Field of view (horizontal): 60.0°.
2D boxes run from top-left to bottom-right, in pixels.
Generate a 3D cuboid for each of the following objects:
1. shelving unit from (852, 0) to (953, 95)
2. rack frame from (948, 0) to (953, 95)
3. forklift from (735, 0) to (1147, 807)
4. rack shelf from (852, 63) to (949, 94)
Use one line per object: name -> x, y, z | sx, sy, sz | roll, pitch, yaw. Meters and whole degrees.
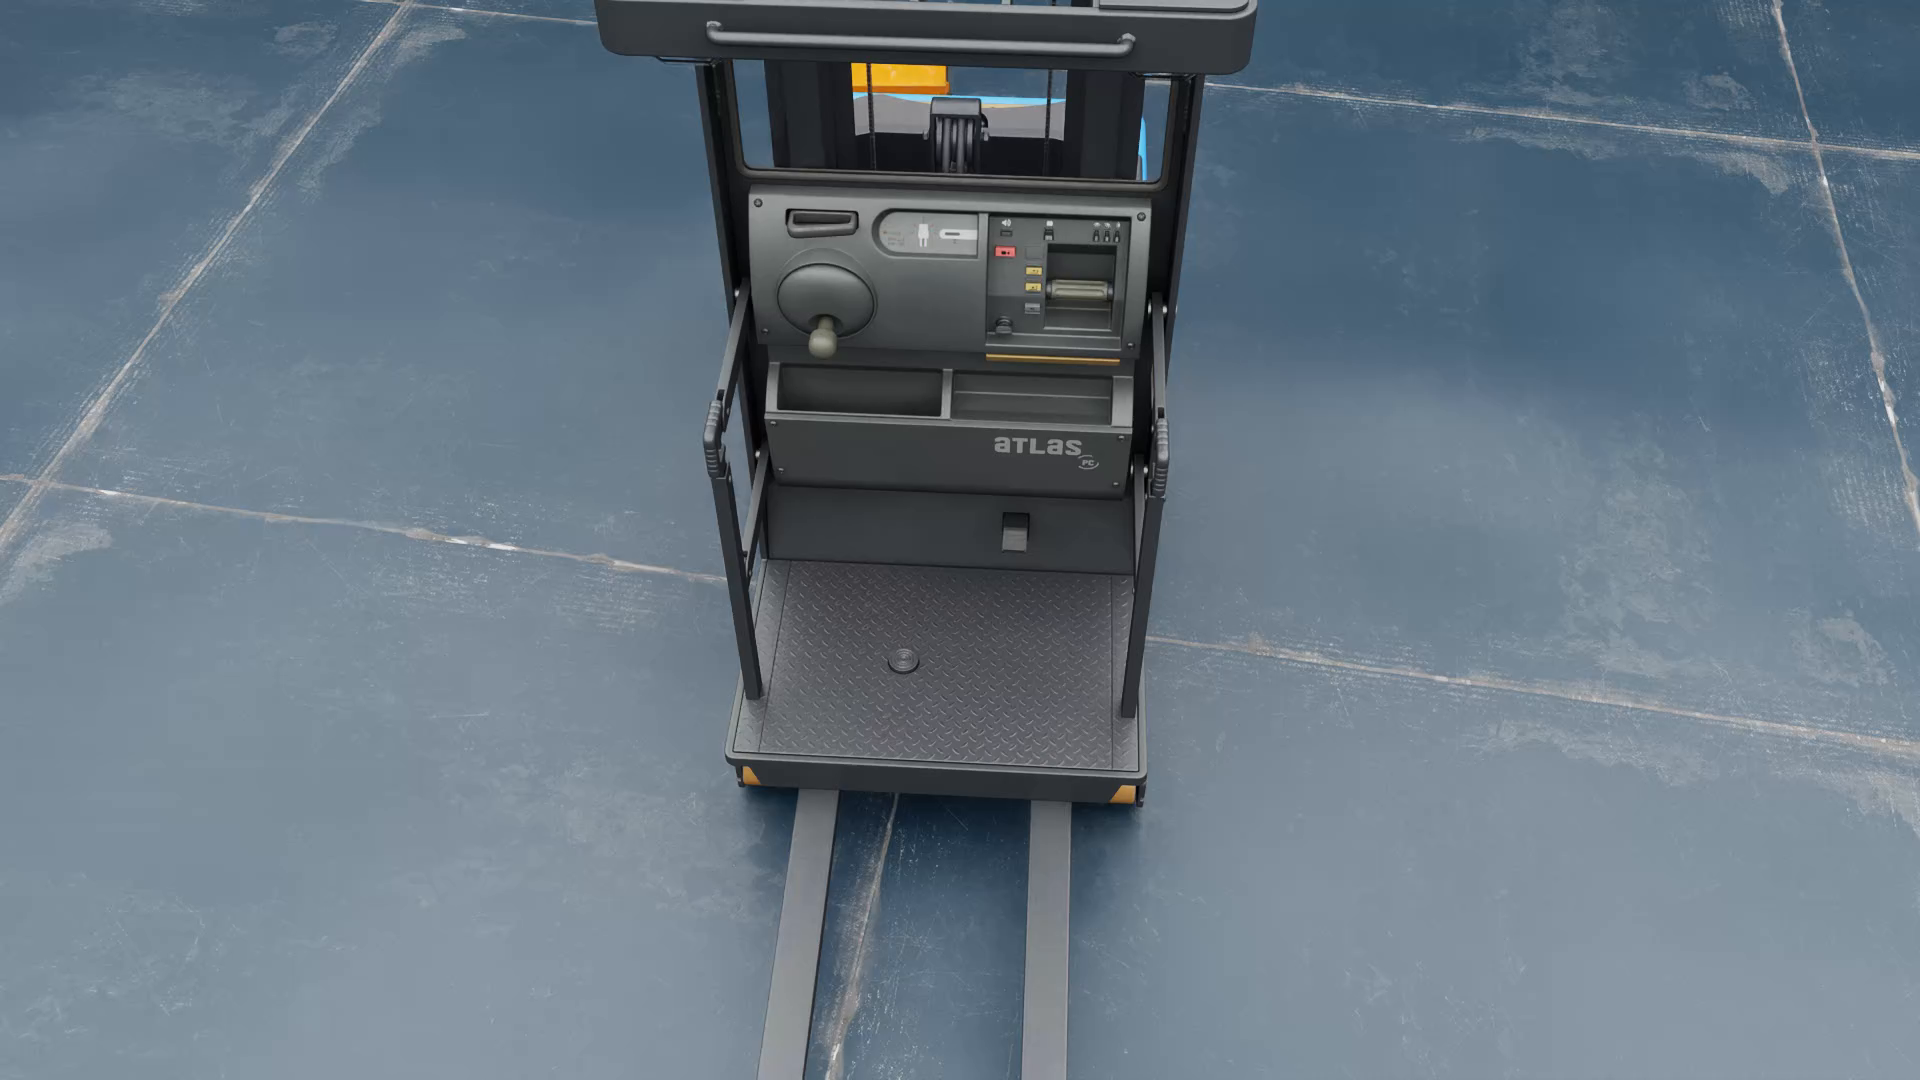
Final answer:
shelving unit -> -0.273, -1.175, 5.499 | 0.503, 1.200, 0.258 | 0, 48, 0
rack frame -> -0.029, -1.176, 5.500 | 0.015, 1.200, 0.240 | 0, 48, 0
forklift -> -0.005, -0.897, 4.128 | 1.129, 2.867, 1.939 | 3, 48, 2
rack shelf -> -0.273, -1.438, 5.207 | 0.480, 0.148, 0.258 | 0, 48, 0
